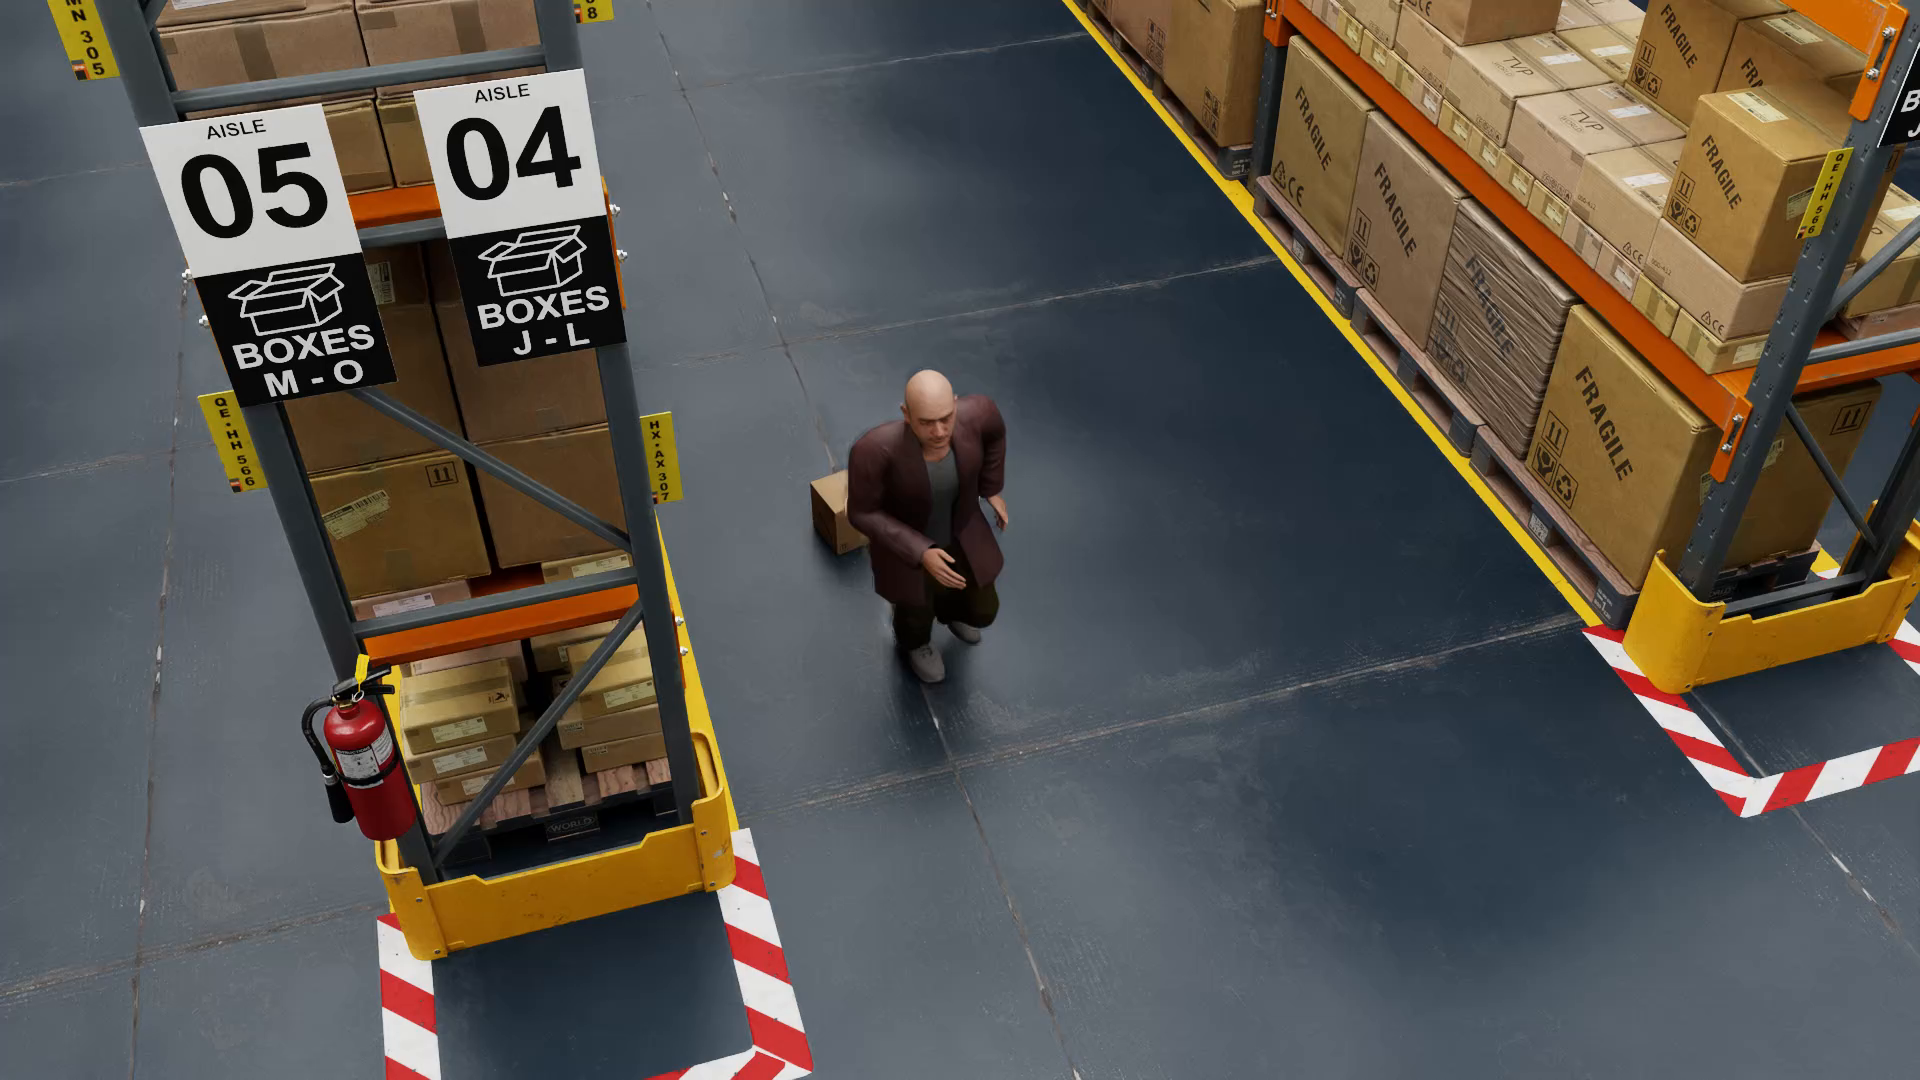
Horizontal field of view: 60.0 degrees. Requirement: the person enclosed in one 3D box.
[{"bbox_3d":[-0.107,-0.014,6.249,0.678,1.676,0.792,-15,44,-16],"label":"person"}]
